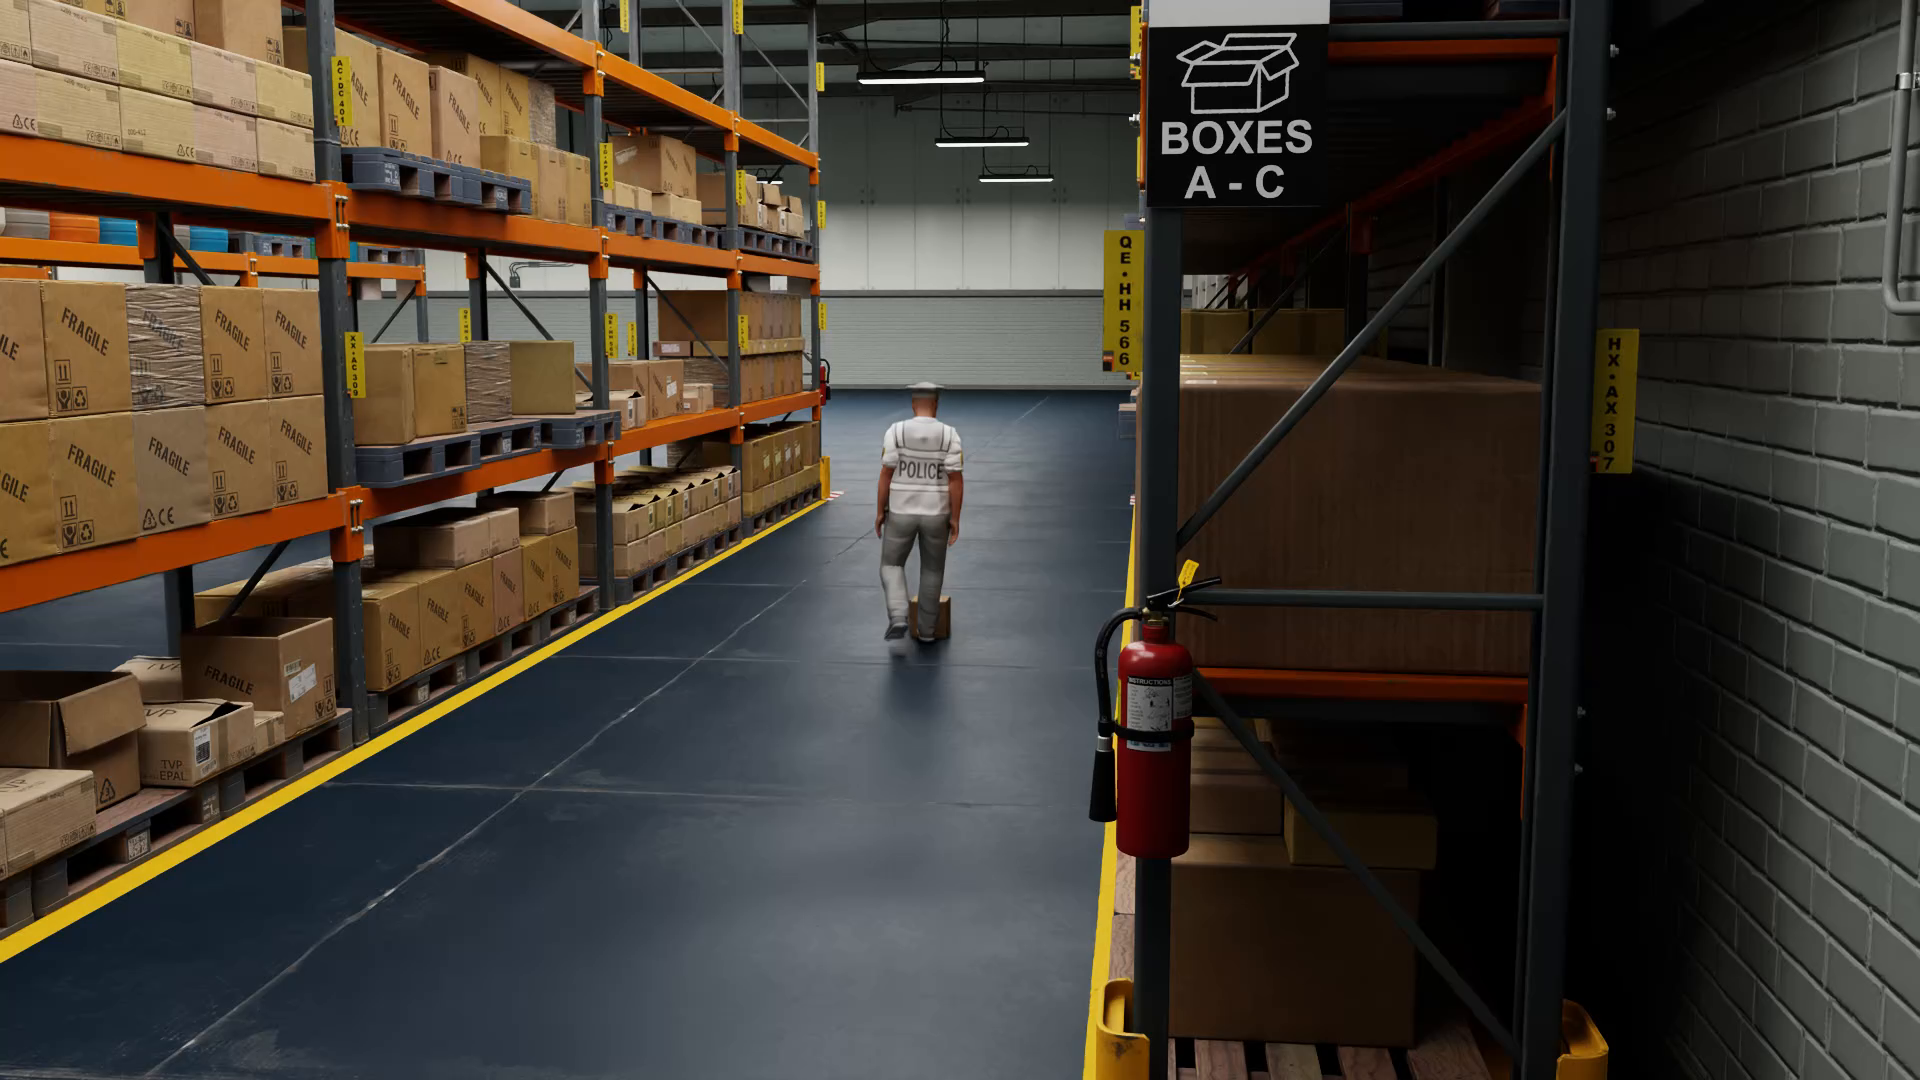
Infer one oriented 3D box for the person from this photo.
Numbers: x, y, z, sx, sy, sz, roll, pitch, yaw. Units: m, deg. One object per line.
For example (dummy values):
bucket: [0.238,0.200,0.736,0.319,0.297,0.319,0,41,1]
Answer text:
person: [-0.270,-0.145,10.961,0.600,1.801,0.516,0,8,1]
